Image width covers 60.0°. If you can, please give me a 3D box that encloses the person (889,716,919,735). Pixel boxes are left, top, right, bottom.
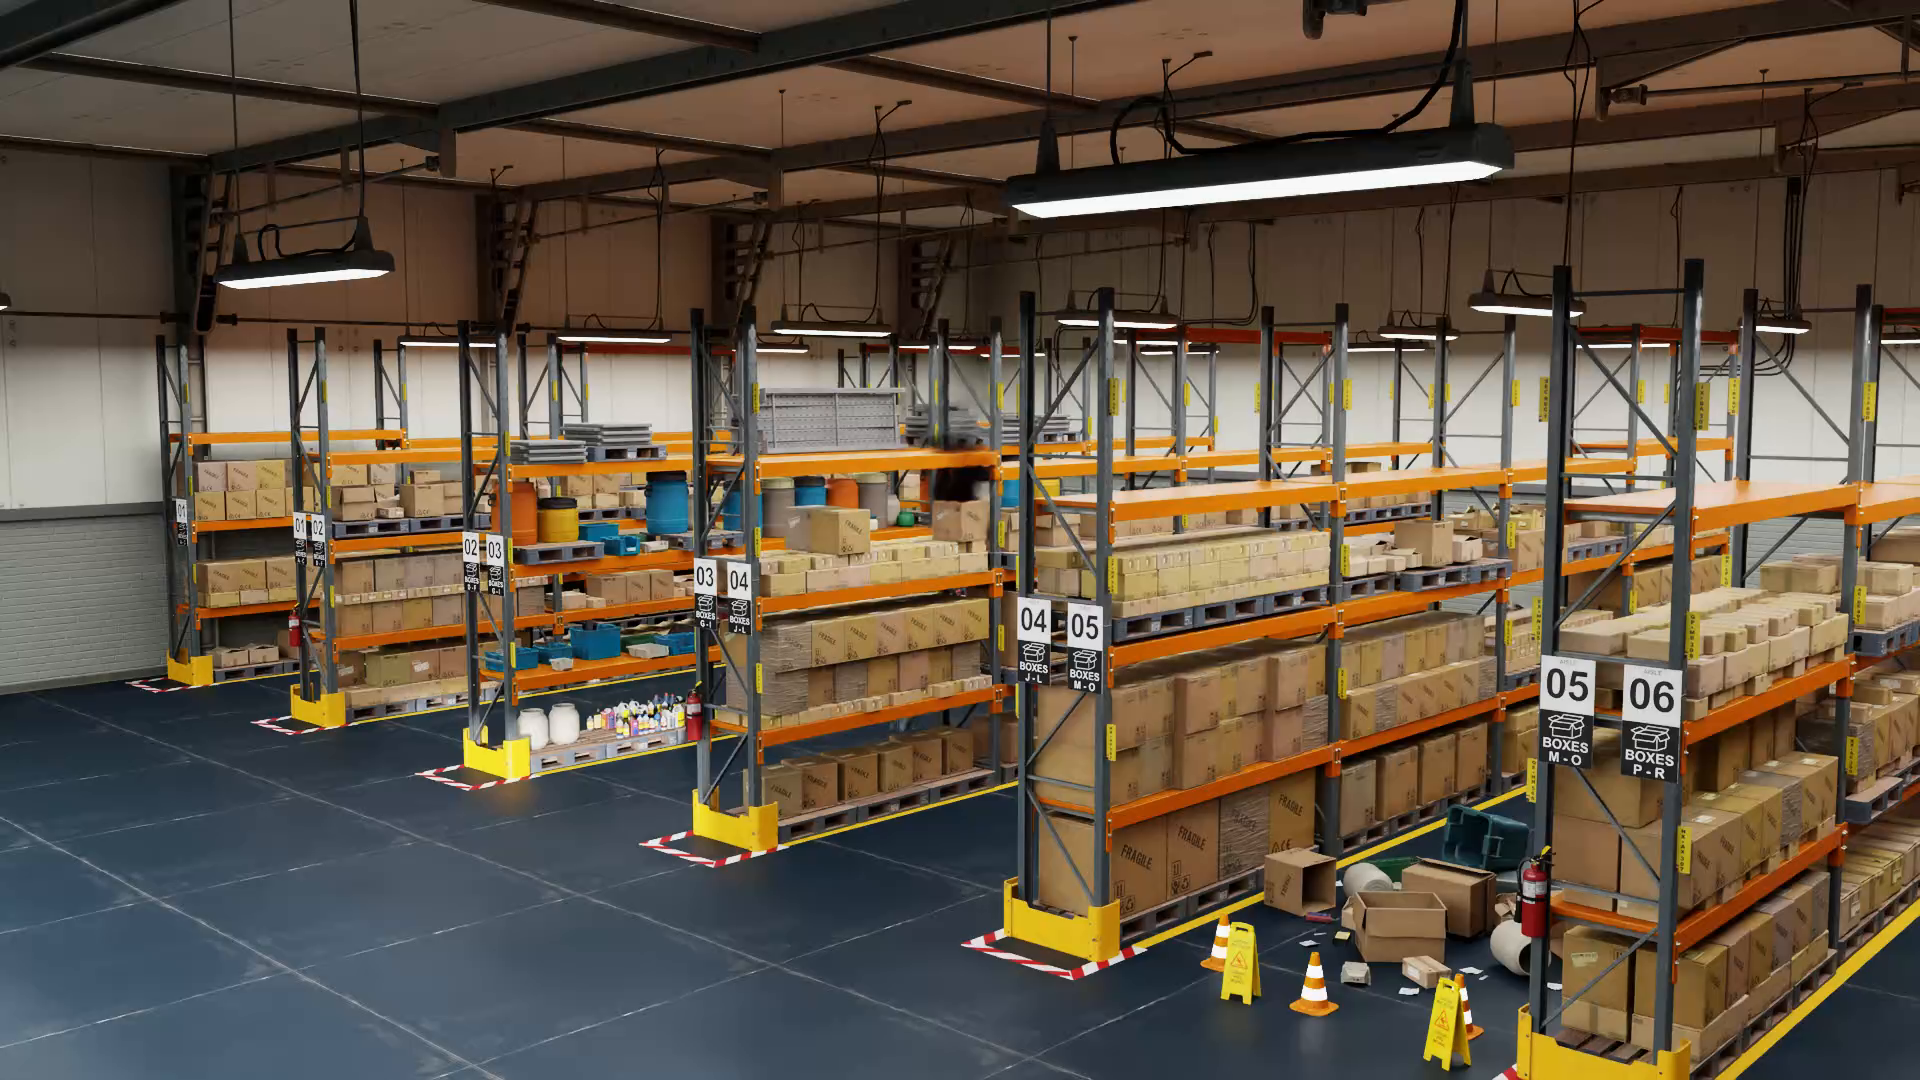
[{"bbox_3d":[-0.688,2.172,22.736,0.690,1.722,0.606,4,7,35],"label":"person"}]

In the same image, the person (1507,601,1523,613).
[{"bbox_3d":[8.731,1.844,26.167,0.861,1.789,0.671,-5,7,-43],"label":"person"}]

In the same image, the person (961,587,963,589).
[{"bbox_3d":[0.194,1.204,33.235,0.619,1.702,0.755,5,7,41],"label":"person"}]
